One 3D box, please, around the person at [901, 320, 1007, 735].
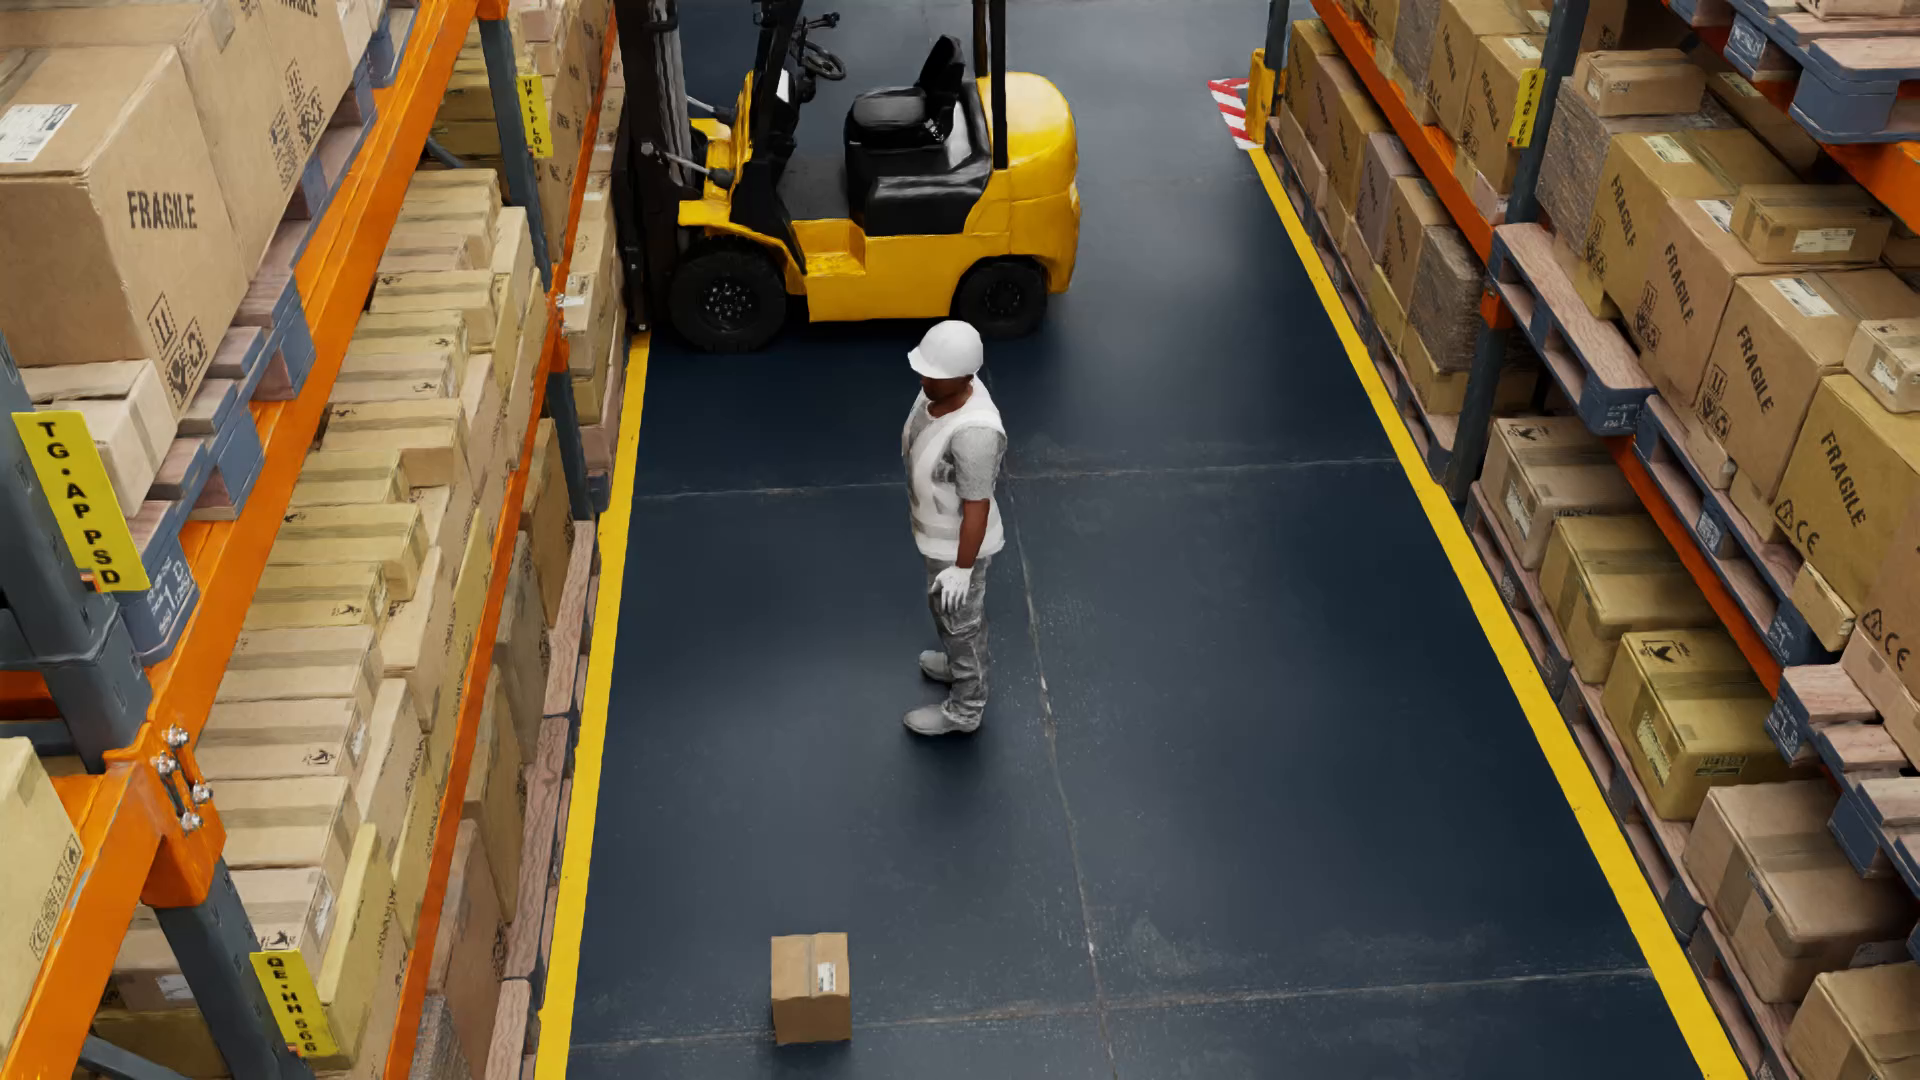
[{"bbox_3d":[-0.046,-0.028,6.125,0.391,1.791,0.632,-6,39,-7],"label":"person"}]
